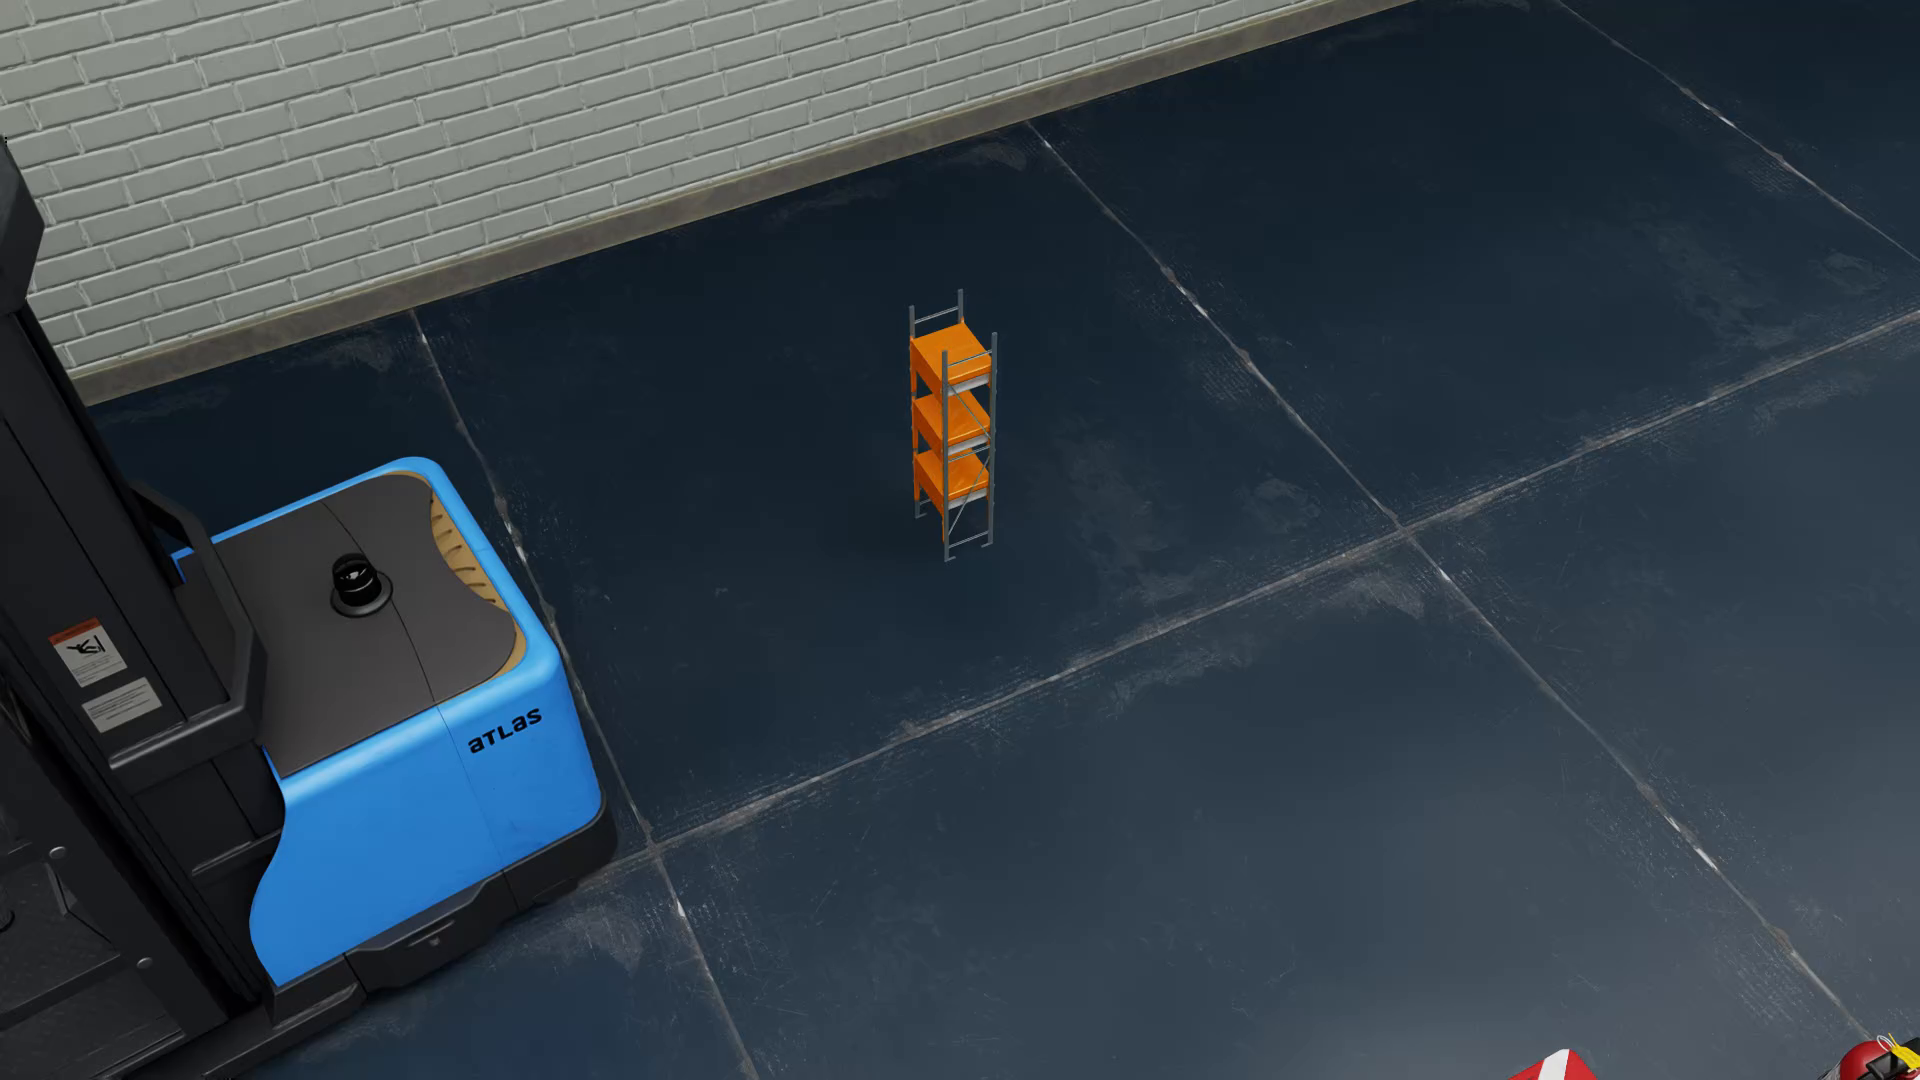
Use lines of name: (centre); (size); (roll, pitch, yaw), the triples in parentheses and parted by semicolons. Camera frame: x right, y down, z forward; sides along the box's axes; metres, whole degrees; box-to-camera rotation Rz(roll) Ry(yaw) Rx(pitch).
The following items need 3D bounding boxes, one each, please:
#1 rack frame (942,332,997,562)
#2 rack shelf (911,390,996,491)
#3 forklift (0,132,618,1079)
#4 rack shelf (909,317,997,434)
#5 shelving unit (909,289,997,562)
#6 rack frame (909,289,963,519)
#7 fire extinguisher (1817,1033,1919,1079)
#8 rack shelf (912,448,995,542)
rack frame: (0.031, -0.300, 5.815); (0.200, 1.050, 0.008); (-21, 52, -18)
rack shelf: (-0.024, -0.374, 5.894); (0.215, 0.259, 0.240); (-21, 52, -18)
forklift: (-2.600, 0.381, 3.970); (3.031, 2.935, 1.130); (-27, 54, -21)
rack shelf: (-0.024, -0.561, 5.681); (0.215, 0.259, 0.240); (-21, 52, -18)
shelving unit: (-0.024, -0.381, 5.886); (0.215, 1.050, 0.252); (-21, 52, -18)
rack frame: (-0.080, -0.463, 5.958); (0.200, 1.050, 0.008); (-21, 52, -18)
fire extinguisher: (1.917, 1.187, 3.518); (0.296, 0.674, 0.183); (-21, 52, -18)
rack shelf: (-0.024, -0.192, 6.103); (0.215, 0.259, 0.240); (-21, 52, -18)
